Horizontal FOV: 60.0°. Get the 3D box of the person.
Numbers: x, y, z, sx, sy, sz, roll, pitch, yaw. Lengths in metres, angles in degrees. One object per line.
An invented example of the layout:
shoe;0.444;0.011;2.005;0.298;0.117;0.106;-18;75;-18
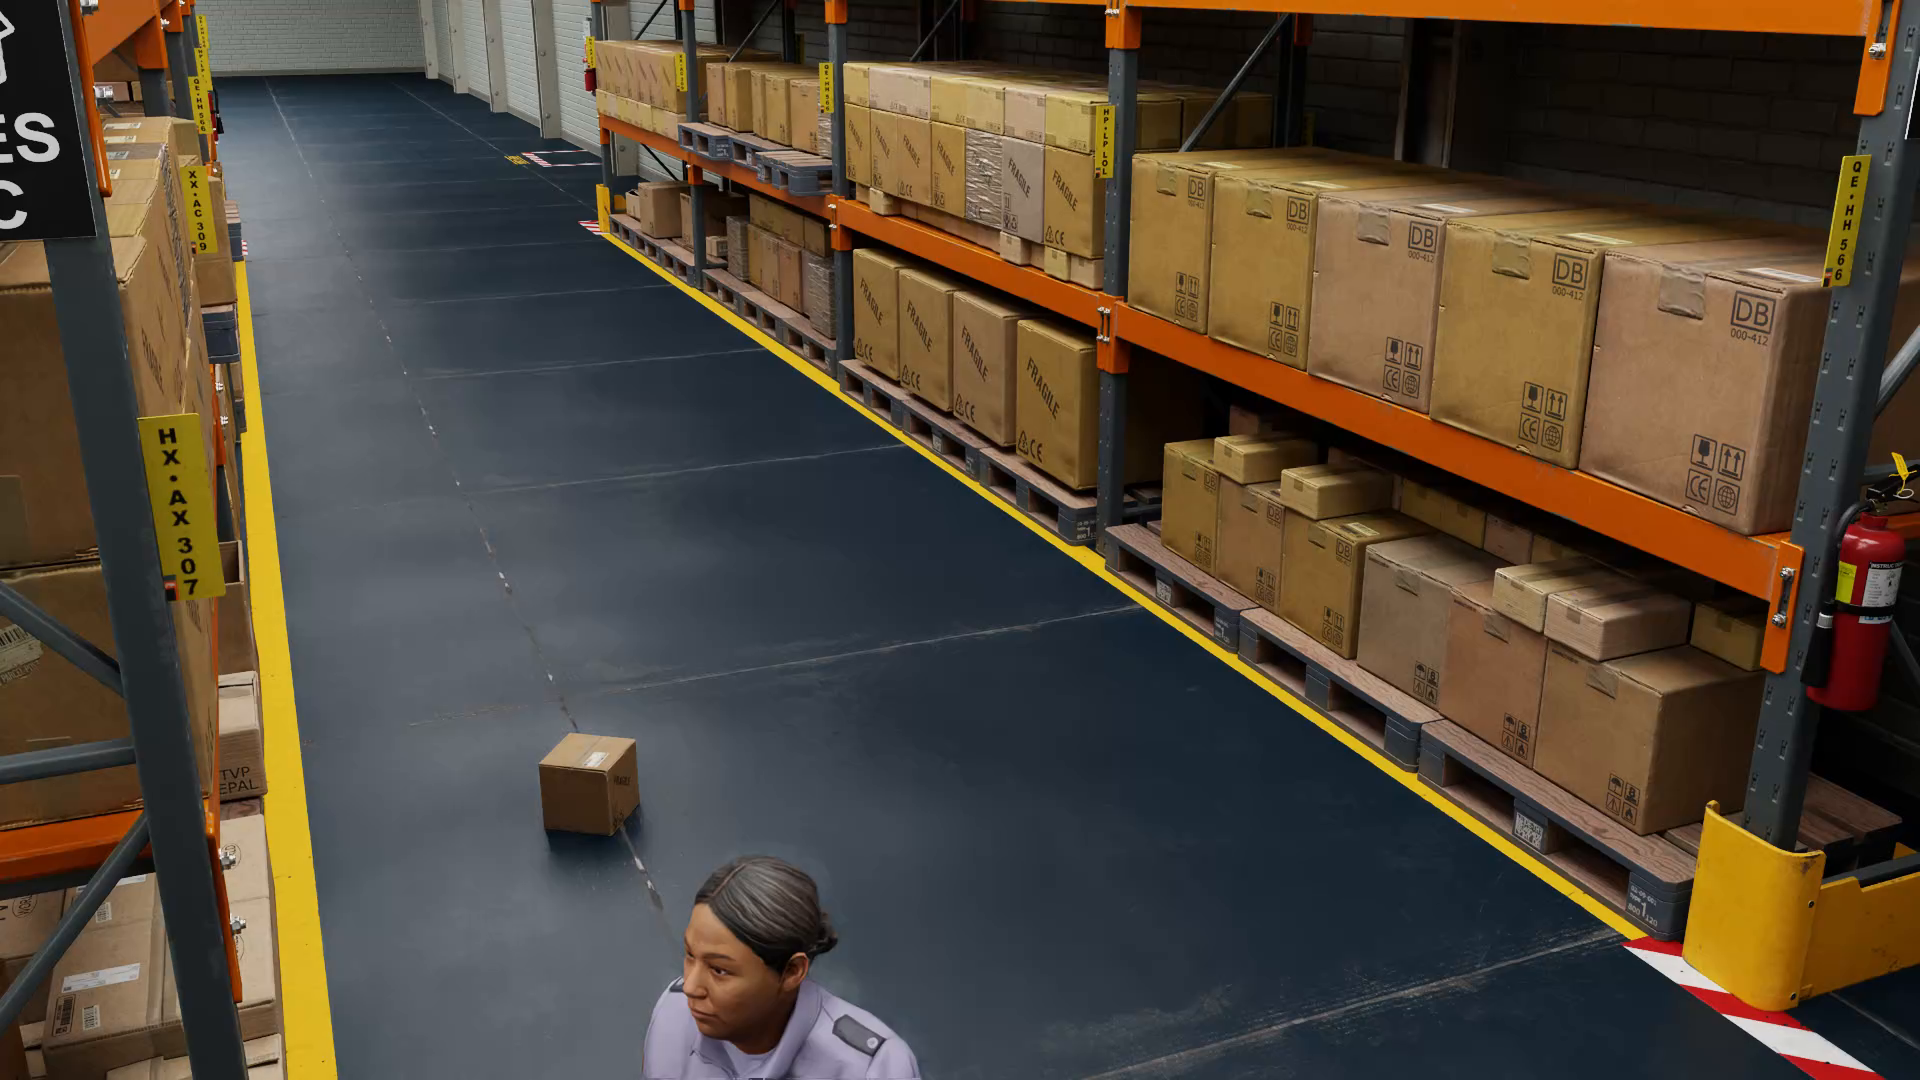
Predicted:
person;-0.264;1.238;2.496;0.537;1.673;0.678;5;20;15
